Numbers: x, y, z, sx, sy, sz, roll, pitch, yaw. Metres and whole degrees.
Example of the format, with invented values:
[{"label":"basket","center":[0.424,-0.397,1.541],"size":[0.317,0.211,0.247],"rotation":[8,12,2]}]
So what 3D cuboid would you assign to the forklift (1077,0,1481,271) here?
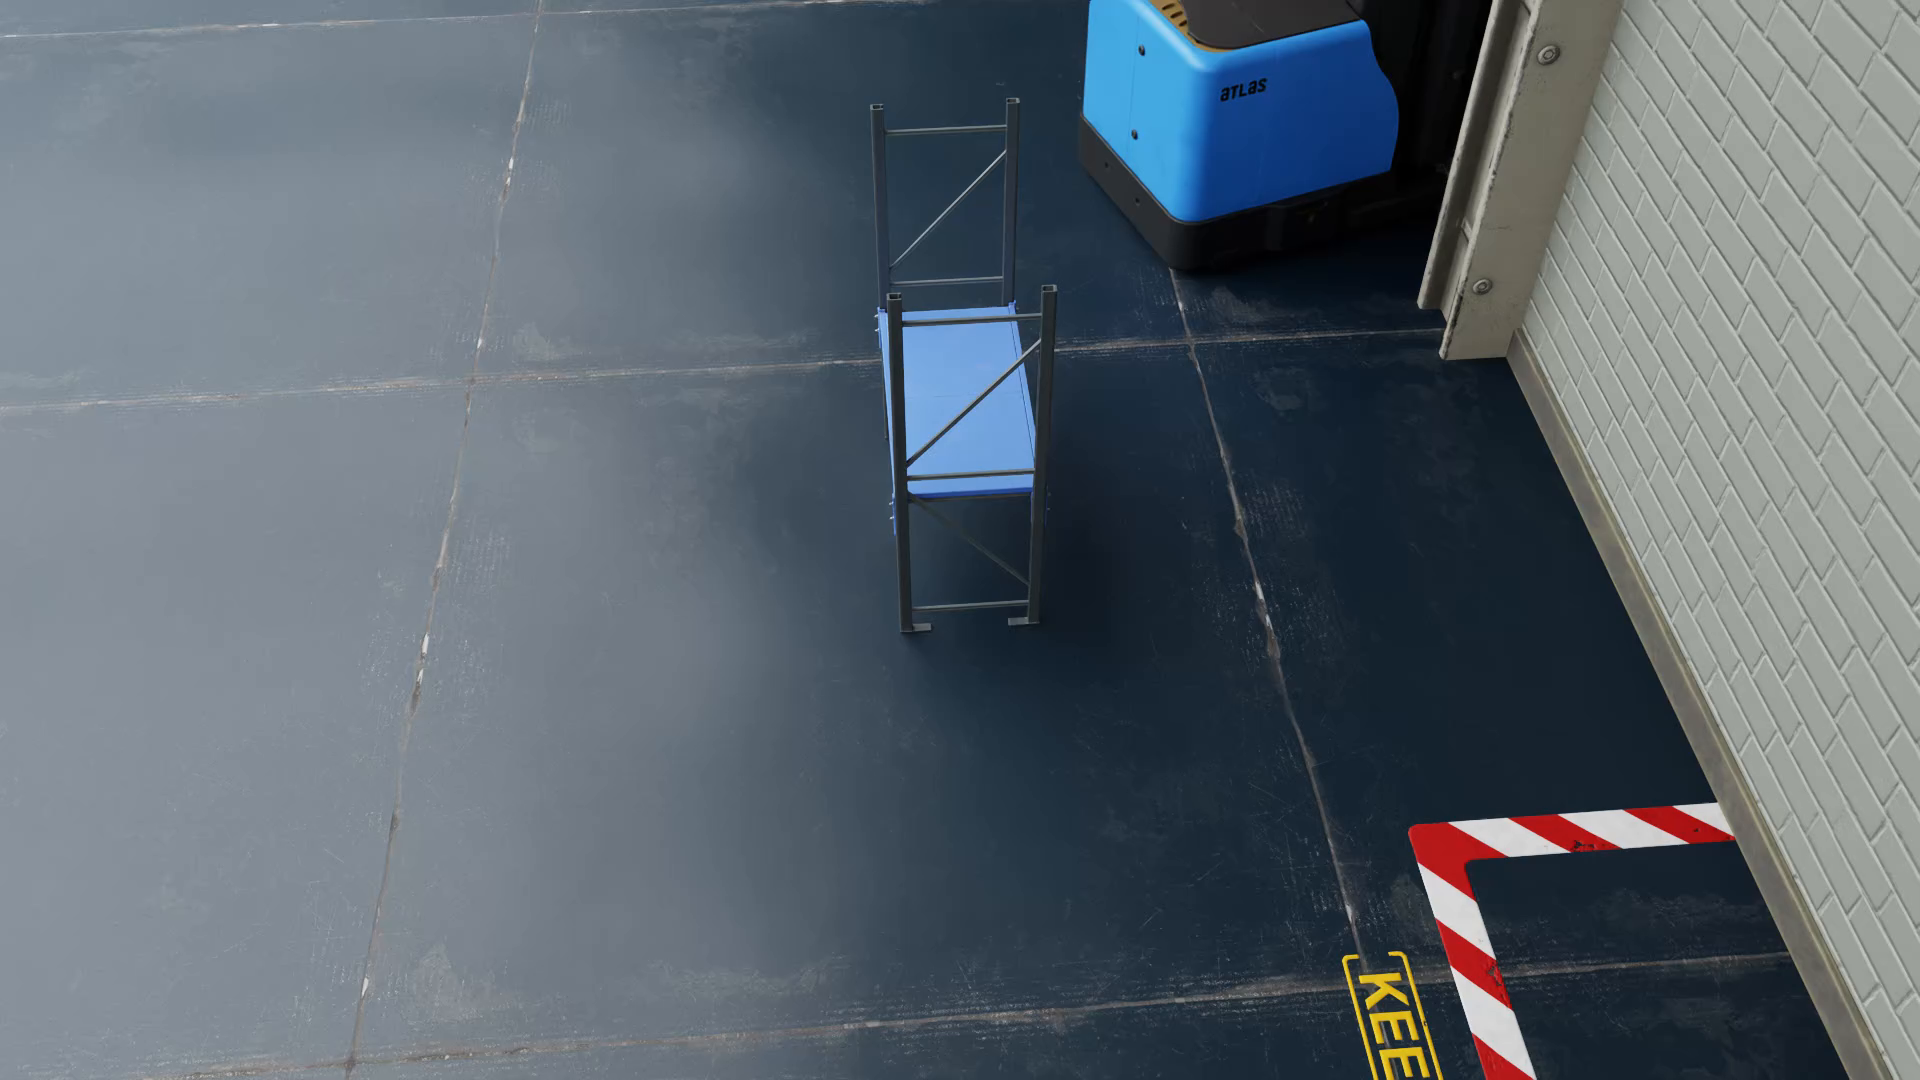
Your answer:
[{"label":"forklift","center":[2.119,-2.902,6.980],"size":[3.031,2.935,1.130],"rotation":[-17,49,-16]}]

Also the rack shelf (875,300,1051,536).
[{"label":"rack shelf","center":[-0.007,-0.454,5.895],"size":[0.538,0.185,1.000],"rotation":[-3,47,-3]}]

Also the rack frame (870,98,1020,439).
[{"label":"rack frame","center":[-0.050,-0.945,6.112],"size":[0.500,1.500,0.032],"rotation":[-3,47,-3]}]

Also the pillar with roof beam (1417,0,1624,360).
[{"label":"pillar with roof beam","center":[-2.133,-3.739,3.593],"size":[9.100,9.000,0.400],"rotation":[-3,47,-3]}]

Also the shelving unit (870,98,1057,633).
[{"label":"shelving unit","center":[-0.007,-0.577,5.764],"size":[0.538,1.500,1.048],"rotation":[-3,47,-3]}]

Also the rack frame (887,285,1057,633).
[{"label":"rack frame","center":[0.035,-0.210,5.416],"size":[0.500,1.500,0.032],"rotation":[-3,47,-3]}]
